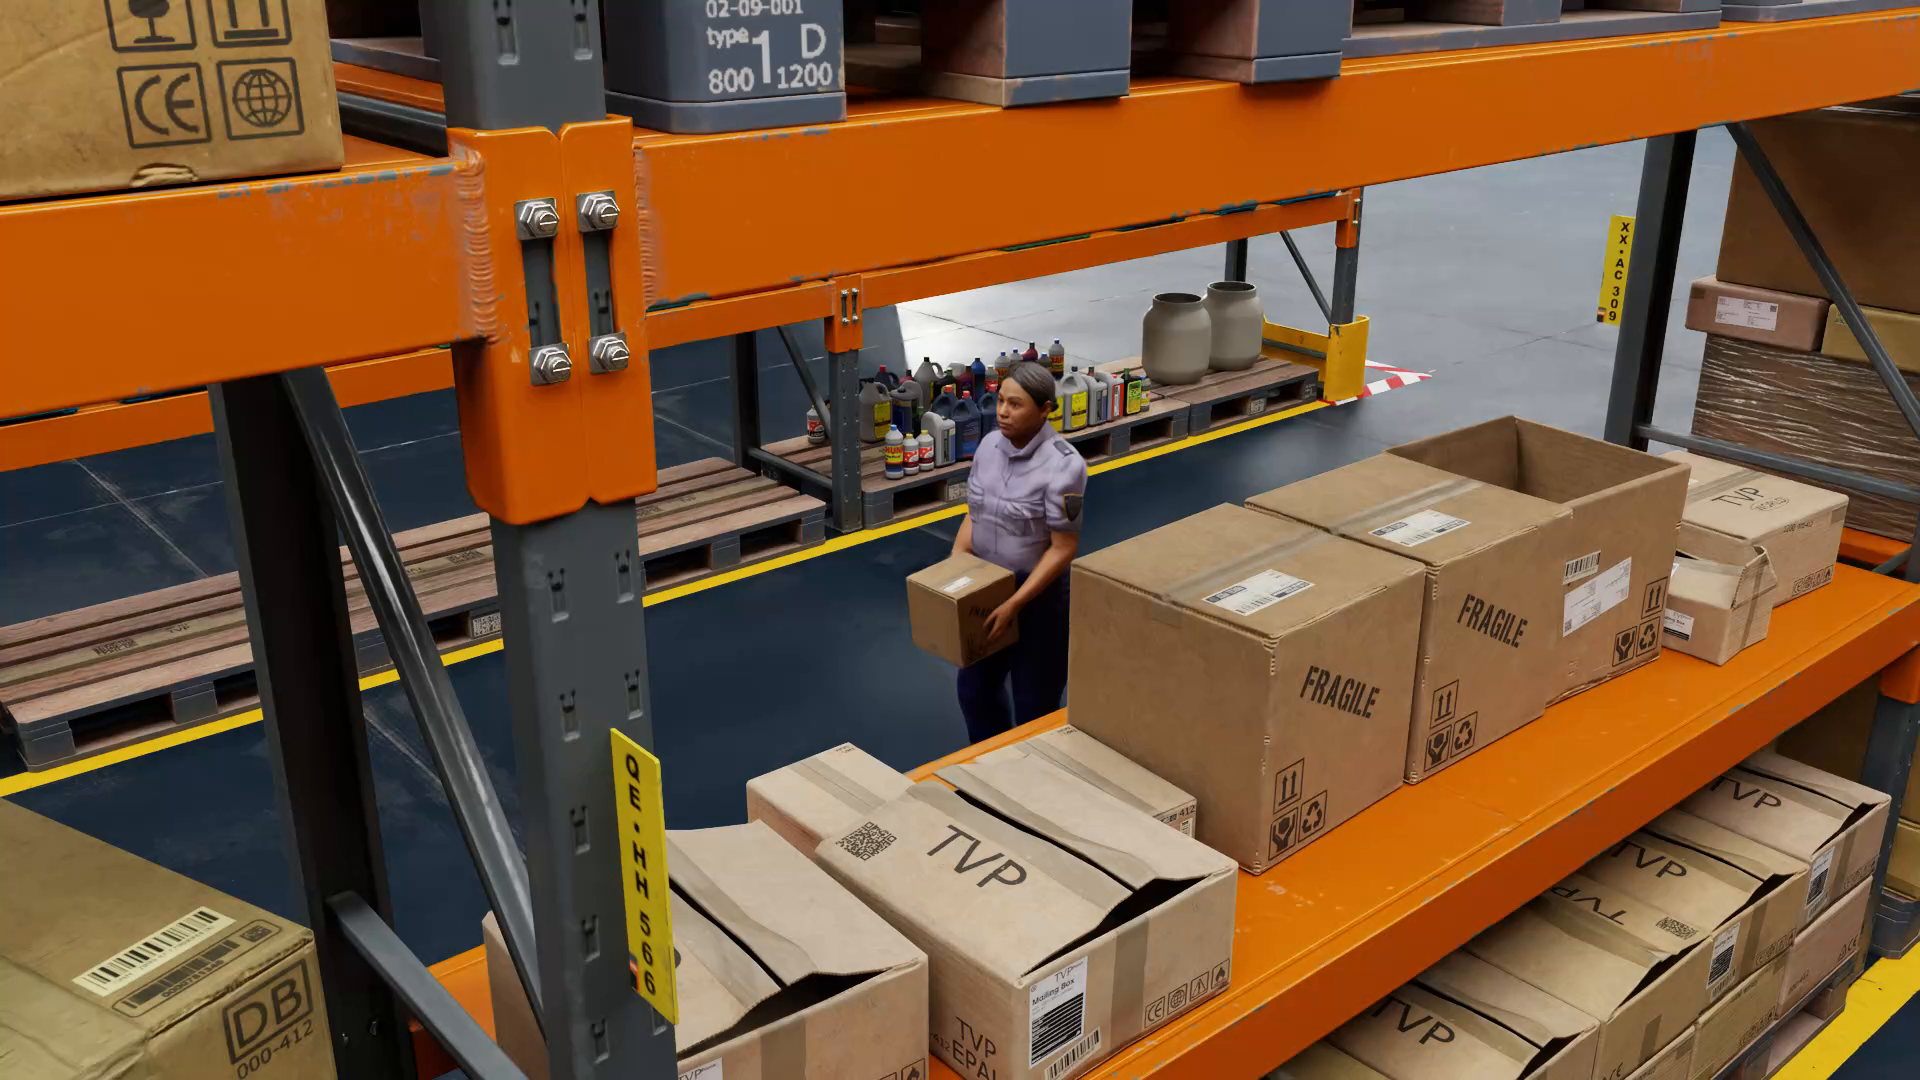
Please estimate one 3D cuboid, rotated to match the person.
[{"bbox_3d":[0.162,0.229,5.518,0.463,1.639,0.494,-18,27,-38],"label":"person"}]
